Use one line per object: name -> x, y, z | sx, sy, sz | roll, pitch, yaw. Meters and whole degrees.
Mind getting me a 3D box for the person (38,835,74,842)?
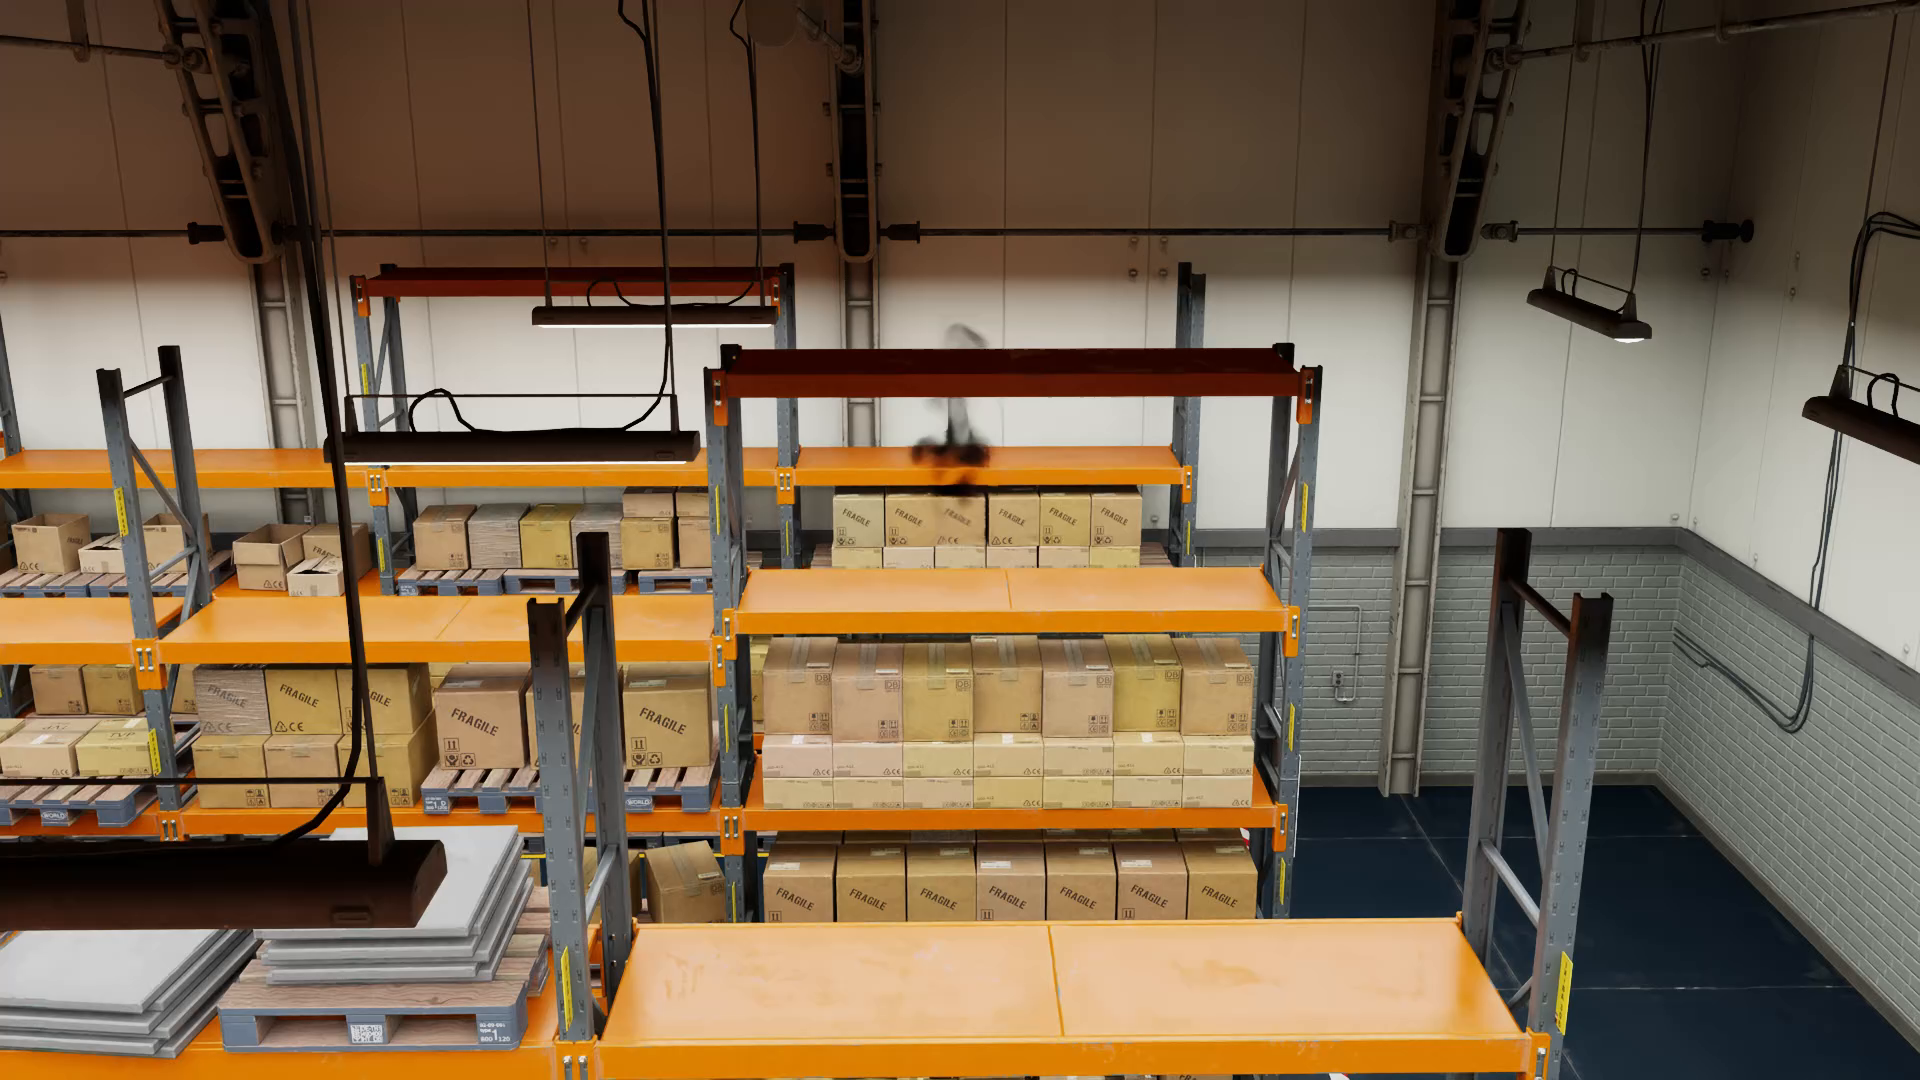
person -> -7.603, 3.233, 14.304 | 0.963, 1.821, 0.671 | 0, 16, -1
